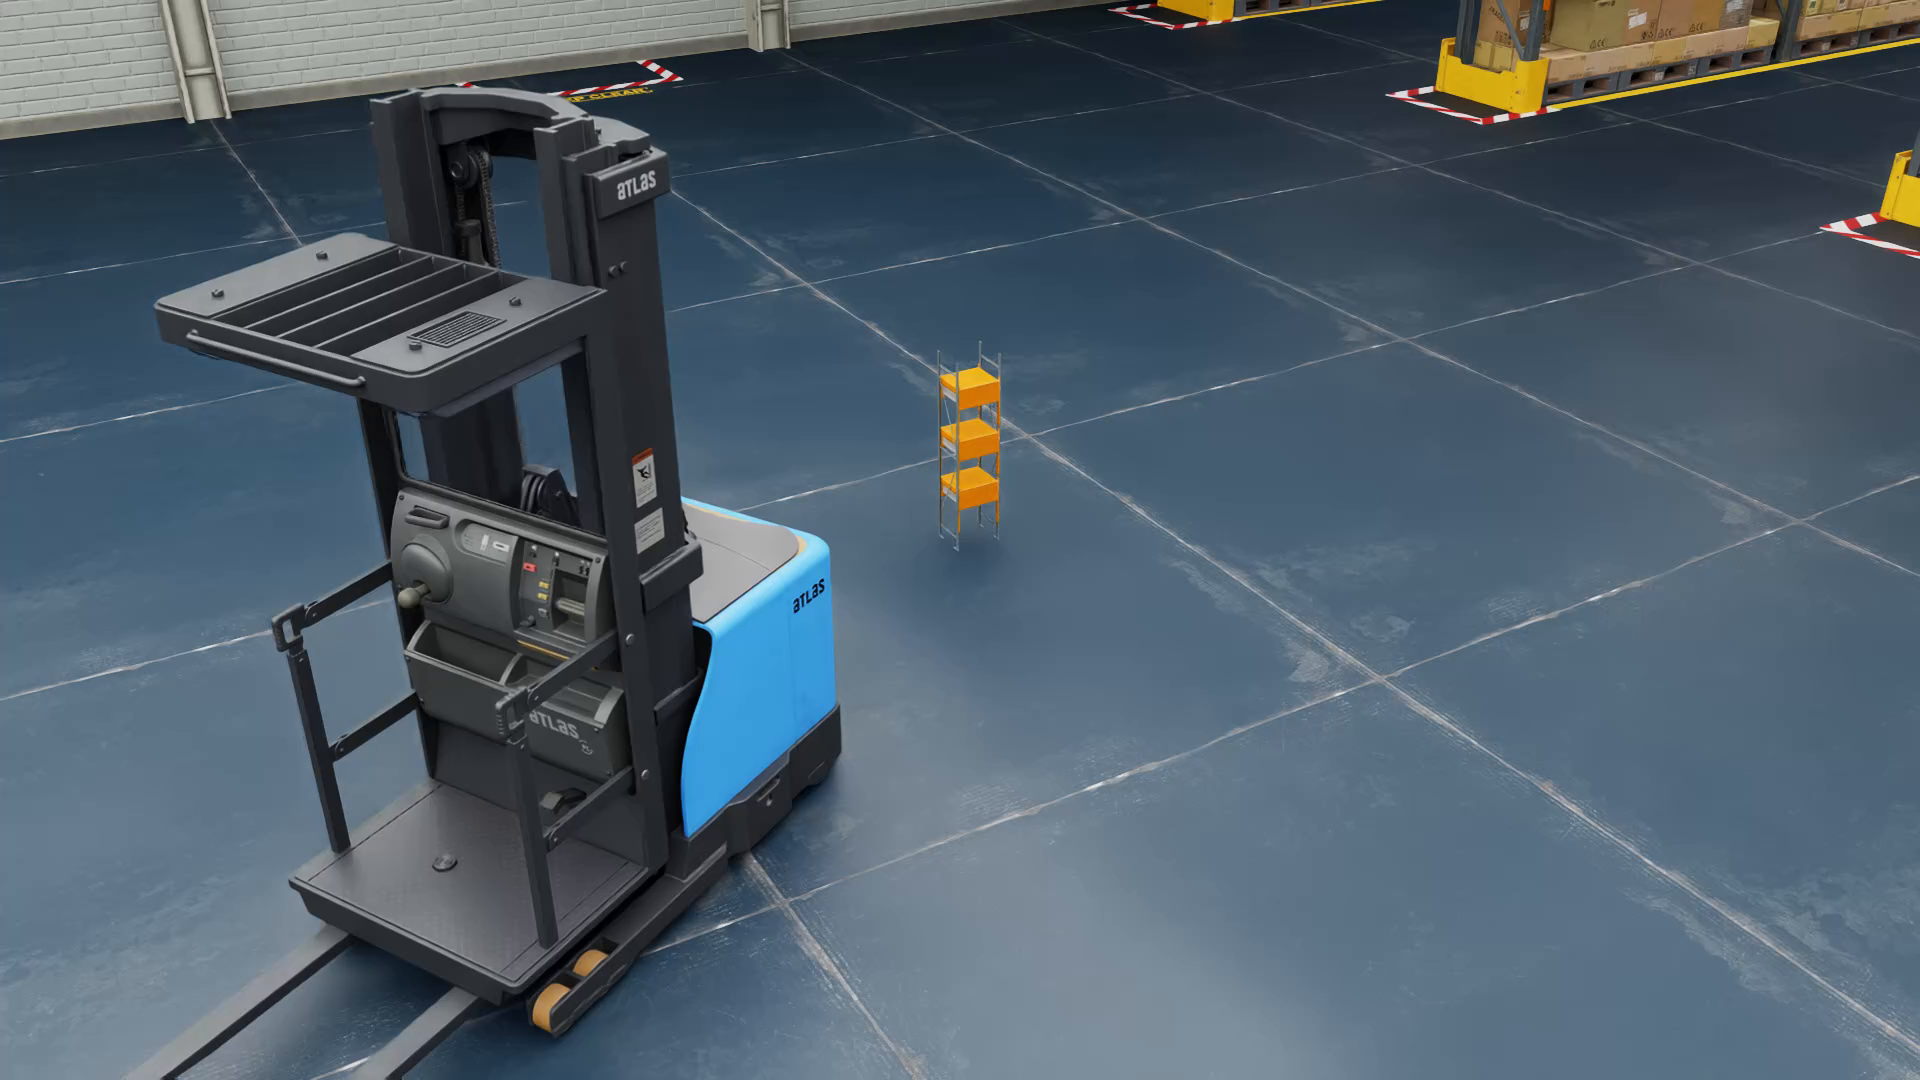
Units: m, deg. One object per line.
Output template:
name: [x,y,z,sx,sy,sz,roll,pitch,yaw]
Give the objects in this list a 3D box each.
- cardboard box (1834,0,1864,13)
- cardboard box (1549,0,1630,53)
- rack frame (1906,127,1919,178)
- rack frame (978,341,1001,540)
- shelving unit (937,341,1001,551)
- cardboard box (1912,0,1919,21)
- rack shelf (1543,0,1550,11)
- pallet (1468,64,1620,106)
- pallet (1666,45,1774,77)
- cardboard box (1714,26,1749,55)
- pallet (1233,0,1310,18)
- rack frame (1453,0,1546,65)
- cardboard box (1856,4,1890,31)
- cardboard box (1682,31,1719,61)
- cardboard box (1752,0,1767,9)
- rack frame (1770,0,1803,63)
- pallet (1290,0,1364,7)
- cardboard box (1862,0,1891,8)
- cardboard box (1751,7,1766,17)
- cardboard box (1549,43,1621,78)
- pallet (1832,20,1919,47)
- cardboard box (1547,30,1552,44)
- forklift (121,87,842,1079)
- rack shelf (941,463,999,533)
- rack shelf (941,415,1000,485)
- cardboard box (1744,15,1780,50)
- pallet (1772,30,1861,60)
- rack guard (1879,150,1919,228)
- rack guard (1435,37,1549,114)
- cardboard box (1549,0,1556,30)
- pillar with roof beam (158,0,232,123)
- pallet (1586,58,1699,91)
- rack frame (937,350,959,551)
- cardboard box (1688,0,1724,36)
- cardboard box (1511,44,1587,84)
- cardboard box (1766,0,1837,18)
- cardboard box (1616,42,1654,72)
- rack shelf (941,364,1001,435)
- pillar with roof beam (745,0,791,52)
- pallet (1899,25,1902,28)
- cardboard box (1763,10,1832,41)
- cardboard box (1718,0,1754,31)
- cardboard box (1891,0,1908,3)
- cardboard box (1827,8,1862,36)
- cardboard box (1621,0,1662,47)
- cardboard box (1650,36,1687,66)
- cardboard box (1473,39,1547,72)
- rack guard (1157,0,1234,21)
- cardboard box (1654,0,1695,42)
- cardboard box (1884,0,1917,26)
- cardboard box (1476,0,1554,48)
cardboard box: [9.720,-6.105,18.539,0.500,0.311,0.500,-16,33,-27]
cardboard box: [6.359,-5.253,16.799,0.500,0.500,0.500,-16,33,-26]
rack frame: [7.861,-3.718,12.383,0.127,3.000,1.000,-16,33,-26]
rack frame: [0.151,-0.503,8.574,0.008,1.050,0.200,-16,33,-26]
shelving unit: [0.046,-0.473,8.520,0.252,1.050,0.215,-16,33,-26]
cardboard box: [11.044,-6.241,19.366,0.500,0.250,0.500,-15,32,-25]
rack shelf: [7.079,-5.957,17.185,4.000,0.370,1.077,-16,33,-26]
pallet: [5.992,-4.766,17.168,1.213,0.211,1.003,-16,33,-26]
pallet: [8.096,-5.364,18.251,1.213,0.211,1.003,-16,33,-26]
cardboard box: [8.078,-5.419,17.876,0.500,0.250,0.500,-16,33,-26]
pallet: [3.625,-6.827,20.903,1.213,0.211,1.003,-16,33,-26]
rack frame: [5.354,-5.783,16.124,0.127,3.000,1.000,-16,33,-26]
cardboard box: [10.163,-5.990,18.910,0.500,0.250,0.500,-17,33,-28]
cardboard box: [7.654,-5.290,17.643,0.500,0.250,0.500,-16,33,-26]
cardboard box: [9.007,-6.206,18.721,0.500,0.311,0.500,-16,33,-26]
rack frame: [8.803,-6.762,17.898,0.127,3.000,1.000,-16,33,-26]
pallet: [4.676,-7.124,21.440,1.213,0.211,1.003,-16,33,-26]
cardboard box: [10.165,-6.232,18.769,0.500,0.311,0.500,-17,33,-28]
cardboard box: [9.014,-5.964,18.864,0.500,0.250,0.500,-16,33,-27]
cardboard box: [6.359,-4.925,16.981,0.500,0.250,0.500,-16,33,-26]
pallet: [10.471,-6.038,19.473,1.213,0.211,1.003,-16,33,-26]
cardboard box: [6.092,-5.144,17.378,0.500,0.250,0.500,-16,33,-26]
forklift: [-1.670,0.151,5.443,1.130,2.935,3.031,16,32,26]
rack shelf: [0.046,-0.220,8.659,0.240,0.259,0.215,-16,33,-26]
rack shelf: [0.046,-0.463,8.525,0.240,0.259,0.215,-16,33,-26]
cardboard box: [8.514,-5.537,18.090,0.500,0.250,0.500,-16,33,-26]
pallet: [9.418,-5.738,18.928,1.213,0.211,1.003,-16,33,-26]
rack guard: [7.902,-2.662,13.056,0.348,0.500,1.175,-16,33,-26]
rack guard: [5.334,-4.682,16.717,0.348,0.500,1.175,-16,33,-26]
cardboard box: [6.521,-5.597,17.423,0.500,0.500,0.500,-16,33,-26]
pillar with roof beam: [-5.158,-6.273,10.803,0.400,9.000,9.100,-16,33,-26]
pallet: [7.043,-5.063,17.706,1.213,0.211,1.003,-16,33,-26]
rack frame: [-0.059,-0.443,8.466,0.008,1.050,0.200,-16,33,-26]
cardboard box: [7.648,-5.624,17.471,0.500,0.500,0.500,-16,33,-26]
cardboard box: [5.929,-4.801,16.757,0.500,0.250,0.500,-16,33,-26]
cardboard box: [9.285,-5.985,18.321,0.500,0.311,0.500,-16,33,-26]
cardboard box: [6.790,-5.047,17.203,0.500,0.250,0.500,-16,33,-26]
rack shelf: [0.046,-0.712,8.388,0.240,0.259,0.215,-16,33,-26]
pillar with roof beam: [0.015,-7.742,13.464,0.400,9.000,9.100,-16,33,-26]
pallet: [11.522,-6.335,20.010,1.213,0.211,1.003,-16,33,-26]
cardboard box: [9.276,-5.737,18.453,0.500,0.250,0.500,-17,33,-27]
cardboard box: [8.077,-5.748,17.696,0.500,0.500,0.500,-16,33,-26]
cardboard box: [10.610,-6.362,19.004,0.500,0.311,0.500,-15,32,-25]
cardboard box: [9.718,-5.862,18.679,0.500,0.250,0.500,-15,32,-25]
cardboard box: [6.784,-5.381,17.030,0.500,0.500,0.500,-16,33,-26]
cardboard box: [7.223,-5.168,17.421,0.500,0.250,0.500,-16,33,-26]
cardboard box: [5.667,-5.017,17.148,0.500,0.250,0.500,-16,33,-26]
rack guard: [2.907,-6.770,20.499,0.348,0.500,1.175,-16,33,-26]
cardboard box: [7.224,-5.496,17.239,0.500,0.500,0.500,-16,33,-26]
cardboard box: [10.602,-6.114,19.135,0.500,0.250,0.500,-15,32,-25]
cardboard box: [5.666,-5.346,16.968,0.500,0.500,0.500,-16,33,-26]
